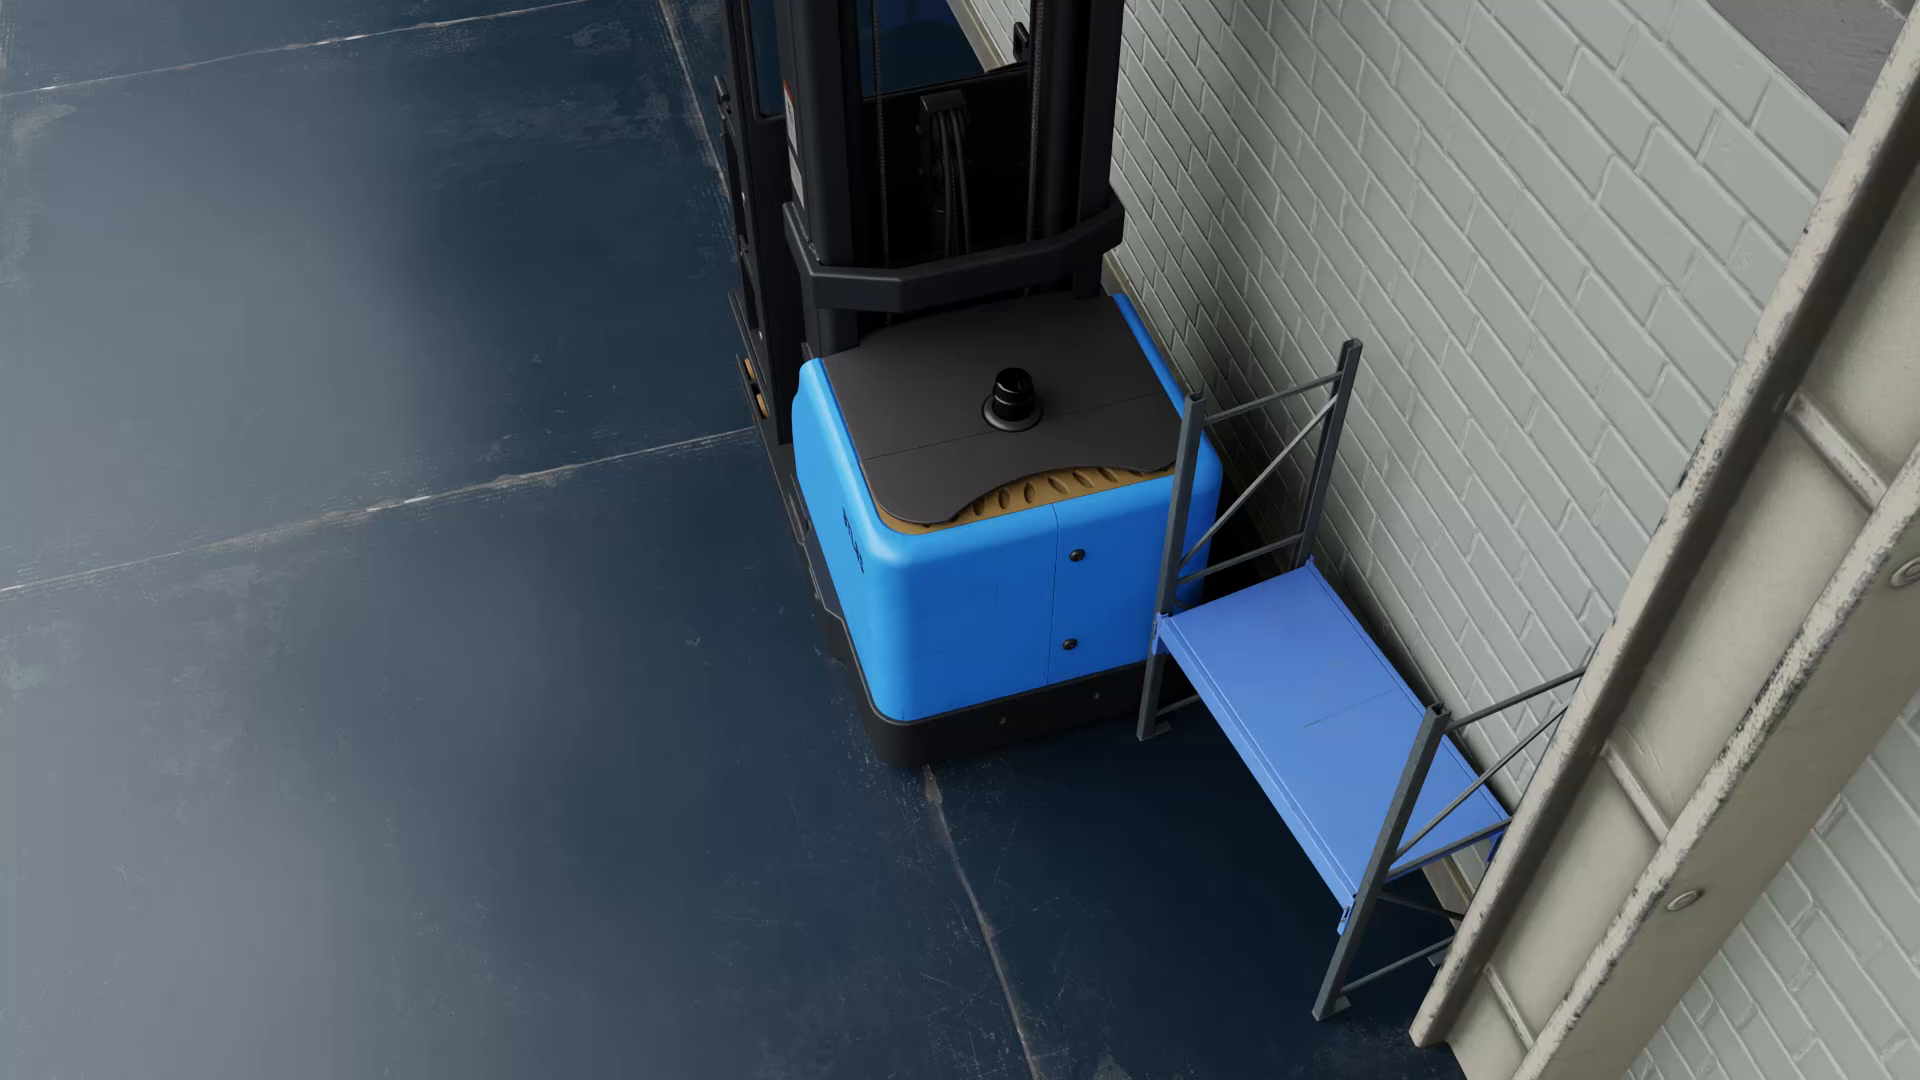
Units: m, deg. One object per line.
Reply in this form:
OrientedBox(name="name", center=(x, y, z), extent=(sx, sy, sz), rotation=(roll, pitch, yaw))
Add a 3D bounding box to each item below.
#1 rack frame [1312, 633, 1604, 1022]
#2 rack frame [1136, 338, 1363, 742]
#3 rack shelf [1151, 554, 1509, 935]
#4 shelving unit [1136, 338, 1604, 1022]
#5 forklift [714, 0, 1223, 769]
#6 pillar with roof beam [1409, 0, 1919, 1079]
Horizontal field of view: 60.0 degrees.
OrientedBox(name="rack frame", center=(1.214, 0.765, 4.124), extent=(0.500, 1.500, 0.032), rotation=(-19, 53, -16))
OrientedBox(name="rack frame", center=(0.787, 0.059, 4.719), extent=(0.500, 1.500, 0.032), rotation=(-19, 53, -16))
OrientedBox(name="rack shelf", center=(1.001, 0.528, 4.559), extent=(0.538, 0.185, 1.000), rotation=(-19, 53, -16))
OrientedBox(name="shelving unit", center=(1.001, 0.412, 4.422), extent=(0.538, 1.500, 1.048), rotation=(-19, 53, -16))
OrientedBox(name="forklift", center=(-0.189, -1.404, 5.017), extent=(1.130, 2.935, 3.031), rotation=(-14, 51, -11))
OrientedBox(name="pillar with roof beam", center=(-2.666, -0.462, 0.254), extent=(9.100, 9.000, 0.400), rotation=(-13, 51, -11))
